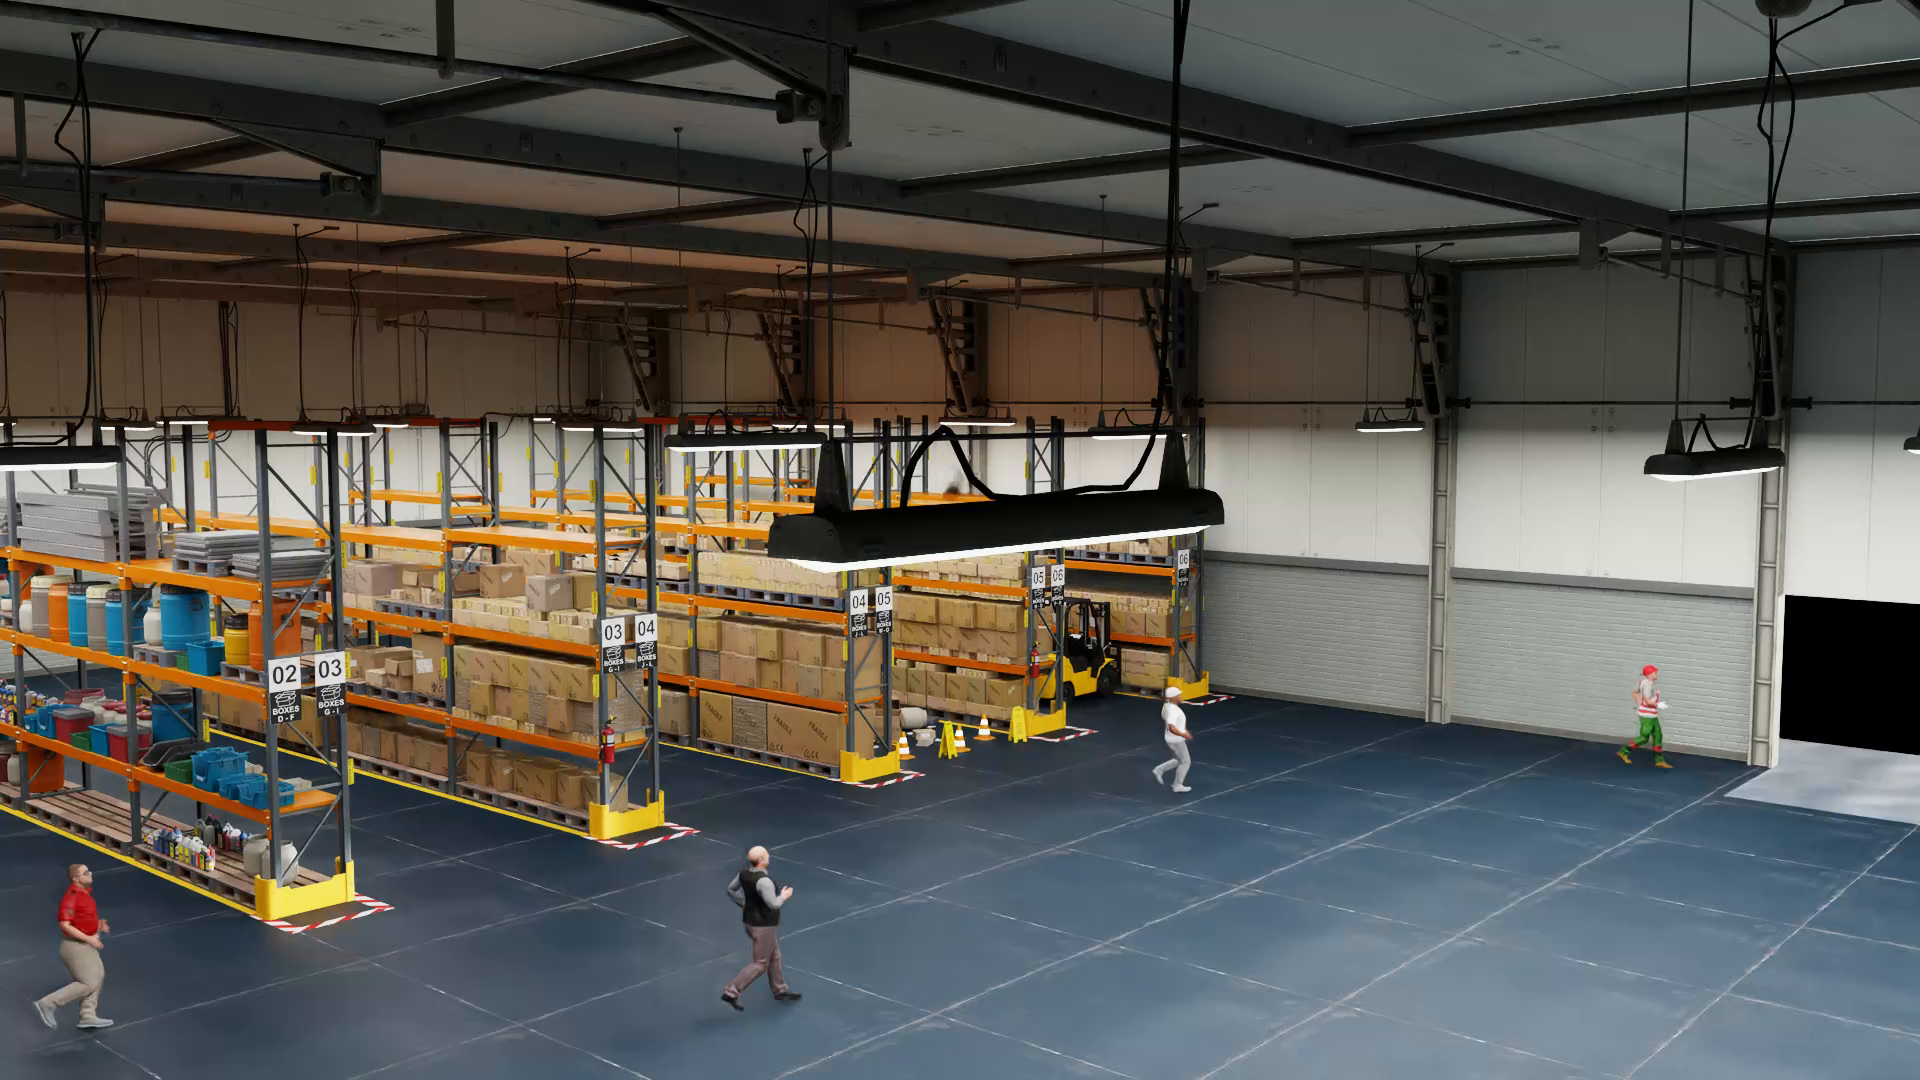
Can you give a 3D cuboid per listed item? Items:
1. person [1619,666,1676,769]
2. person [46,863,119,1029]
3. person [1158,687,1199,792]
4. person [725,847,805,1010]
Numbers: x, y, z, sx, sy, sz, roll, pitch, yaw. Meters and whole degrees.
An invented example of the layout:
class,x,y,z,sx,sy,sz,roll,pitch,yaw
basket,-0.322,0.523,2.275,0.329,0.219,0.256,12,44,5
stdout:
class,x,y,z,sx,sy,sz,roll,pitch,yaw
person,11.891,3.058,28.701,0.910,1.784,0.656,2,5,21
person,-8.855,4.099,16.799,0.635,1.701,0.654,-2,5,-23
person,3.528,3.232,26.964,0.605,1.718,0.696,0,5,-3
person,-2.034,4.020,17.285,0.960,1.699,0.662,-3,6,-31
